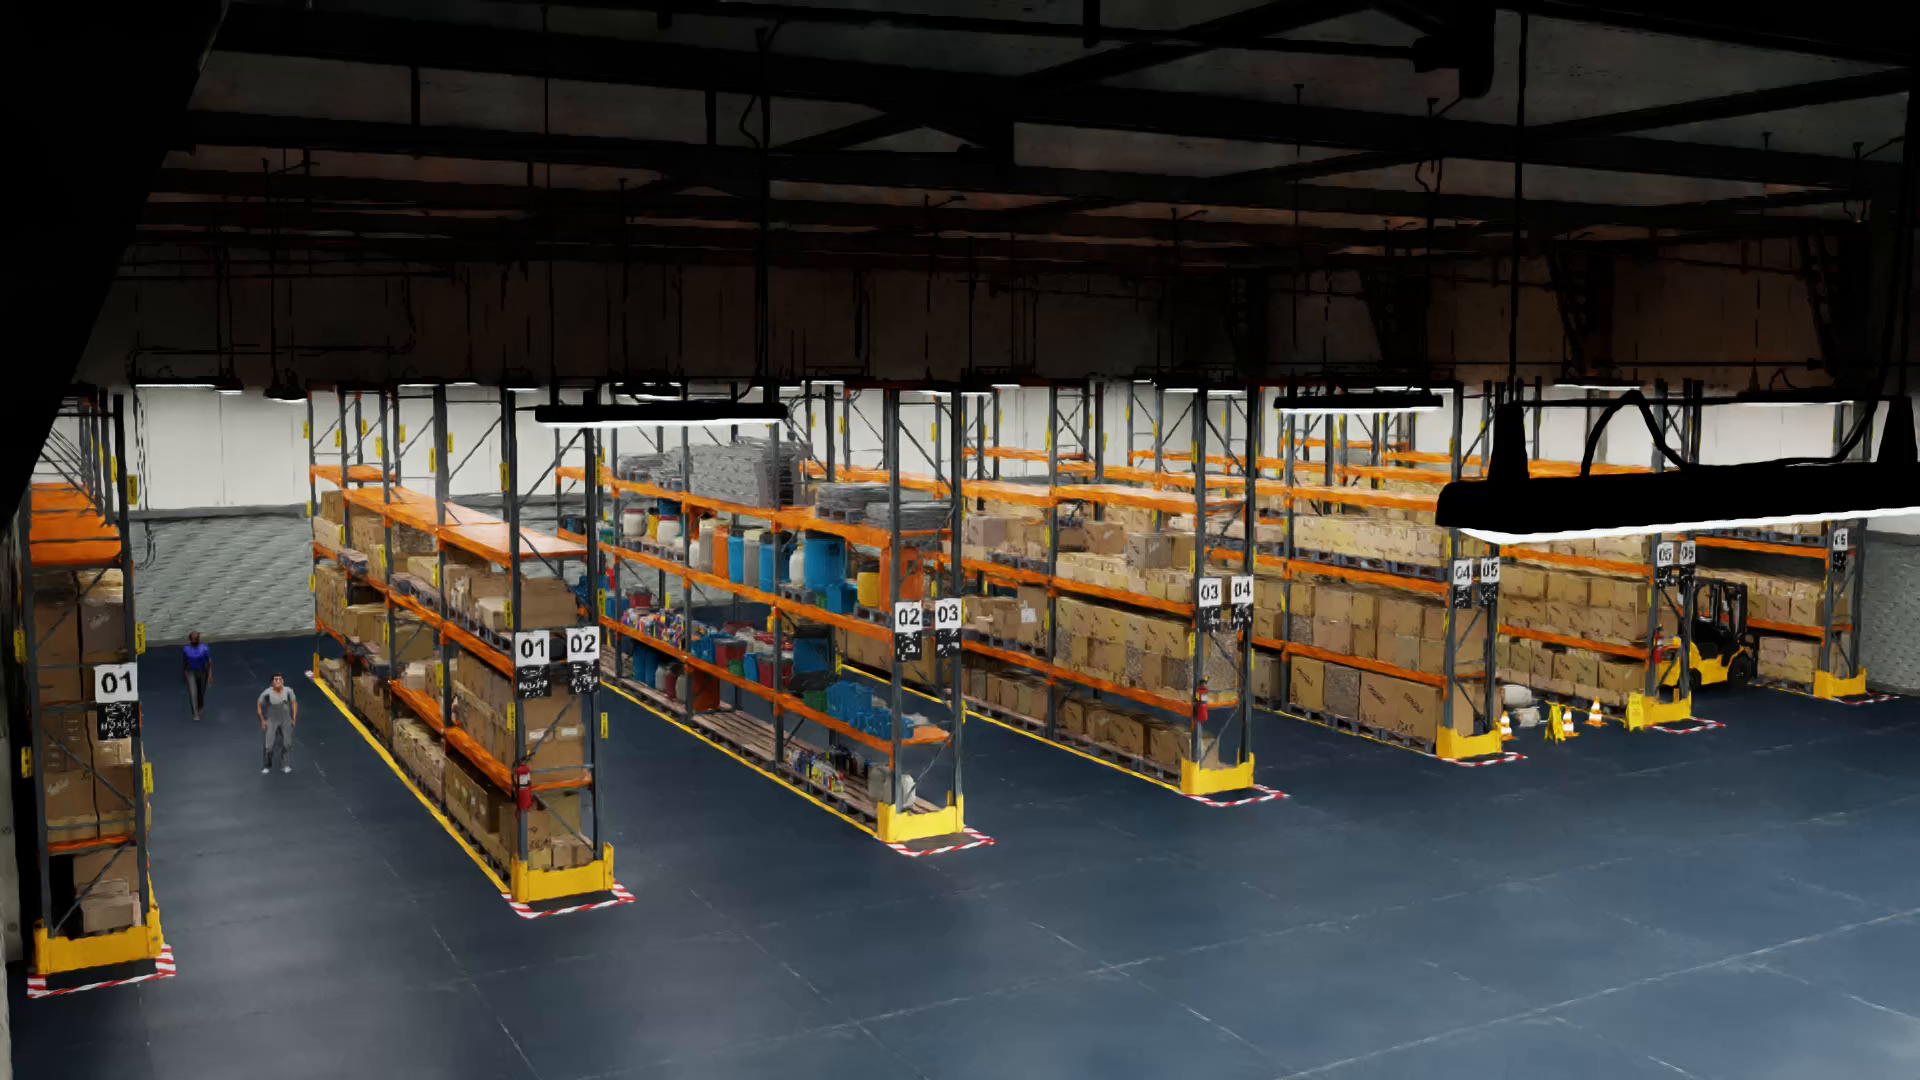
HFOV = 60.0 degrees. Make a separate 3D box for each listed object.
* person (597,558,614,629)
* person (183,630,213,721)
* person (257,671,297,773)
[{"bbox_3d":[-8.344,1.273,39.586,0.605,1.721,0.545,1,6,9],"label":"person"},{"bbox_3d":[-13.577,2.390,29.624,0.463,1.583,0.985,-4,7,-30],"label":"person"},{"bbox_3d":[-10.530,2.808,25.659,0.580,1.619,0.507,-4,7,-31],"label":"person"}]
